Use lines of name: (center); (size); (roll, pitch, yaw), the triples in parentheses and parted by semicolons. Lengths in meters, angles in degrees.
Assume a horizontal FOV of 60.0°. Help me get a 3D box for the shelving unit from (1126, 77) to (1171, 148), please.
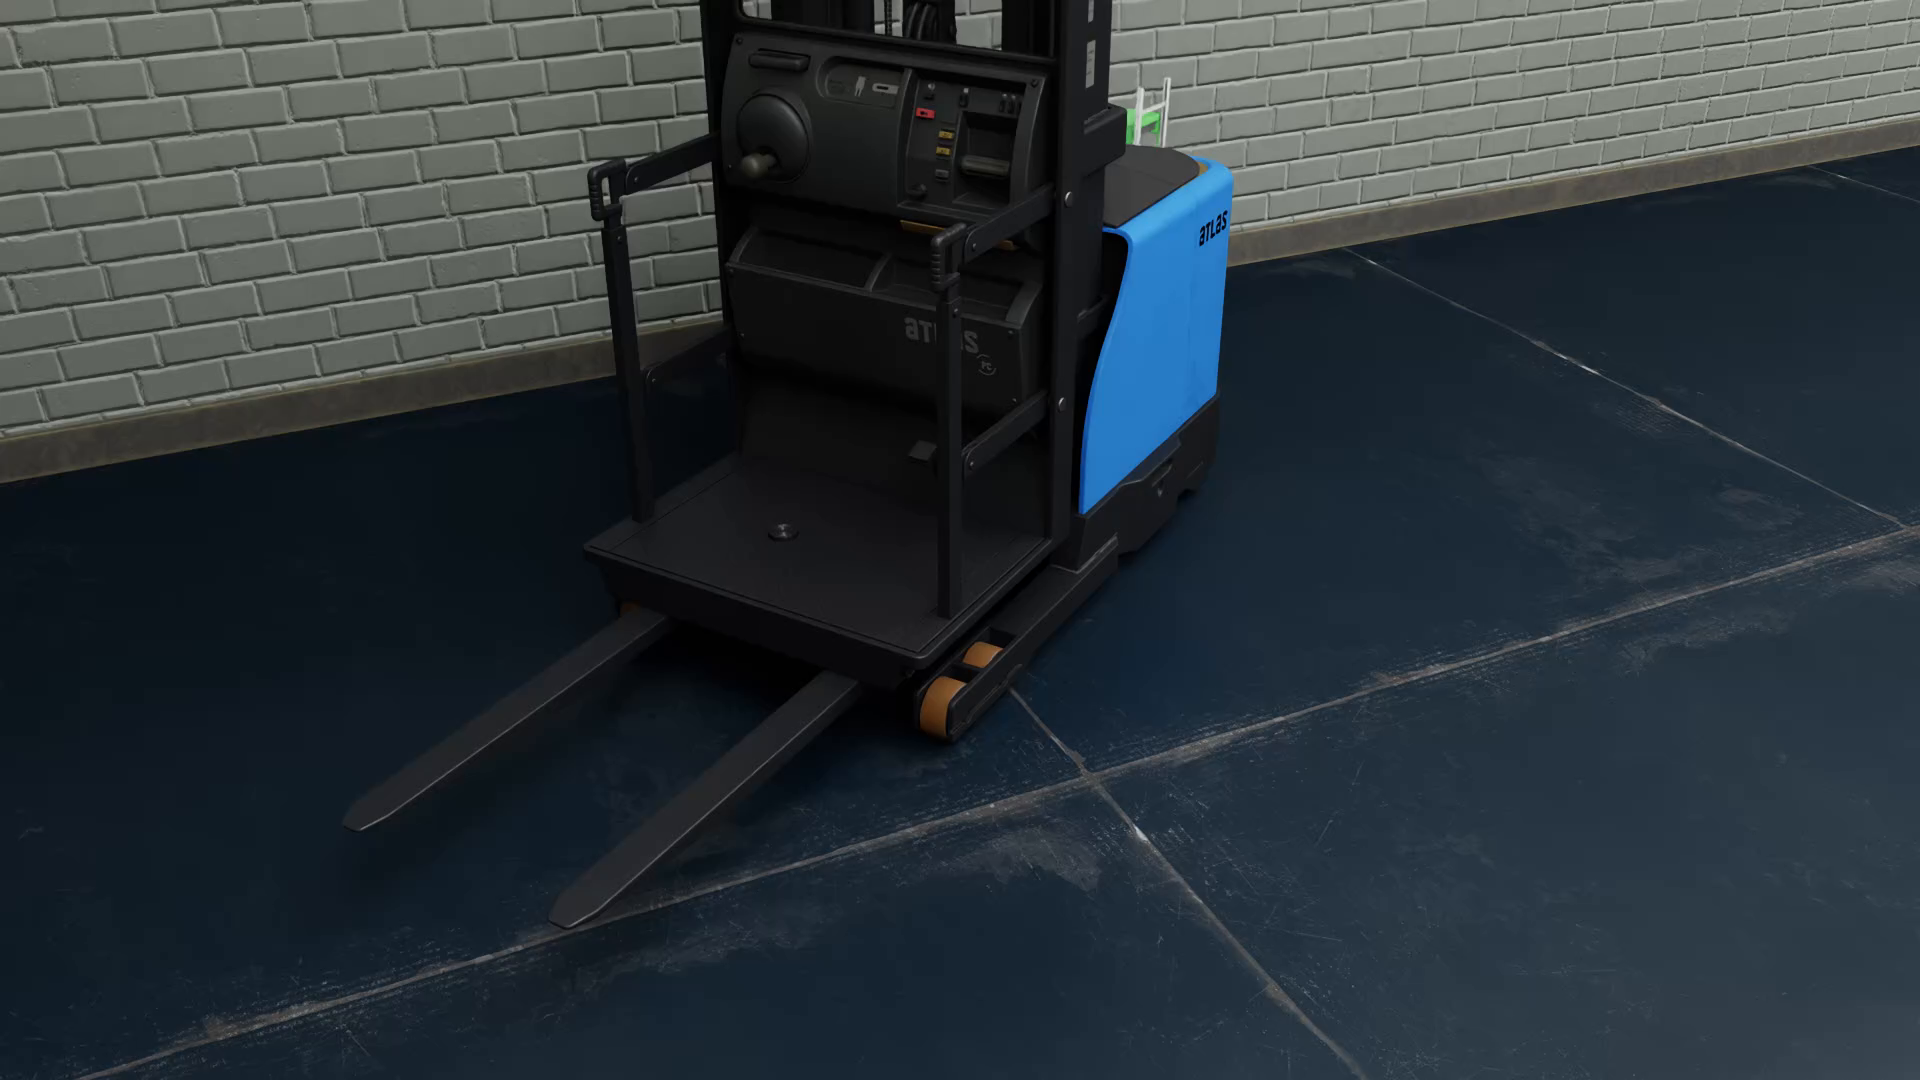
shelving unit: (0.406, -1.021, 5.828); (0.503, 1.200, 0.258); (16, 29, 26)

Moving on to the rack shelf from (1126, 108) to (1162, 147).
rack shelf: (0.420, -1.395, 5.645); (0.480, 0.148, 0.258); (16, 29, 26)

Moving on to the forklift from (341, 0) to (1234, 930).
forklift: (-0.319, -1.013, 4.060); (1.130, 2.935, 3.031); (16, 33, 26)

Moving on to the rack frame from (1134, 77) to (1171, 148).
rack frame: (0.618, -0.962, 5.722); (0.015, 1.200, 0.240); (16, 29, 26)
